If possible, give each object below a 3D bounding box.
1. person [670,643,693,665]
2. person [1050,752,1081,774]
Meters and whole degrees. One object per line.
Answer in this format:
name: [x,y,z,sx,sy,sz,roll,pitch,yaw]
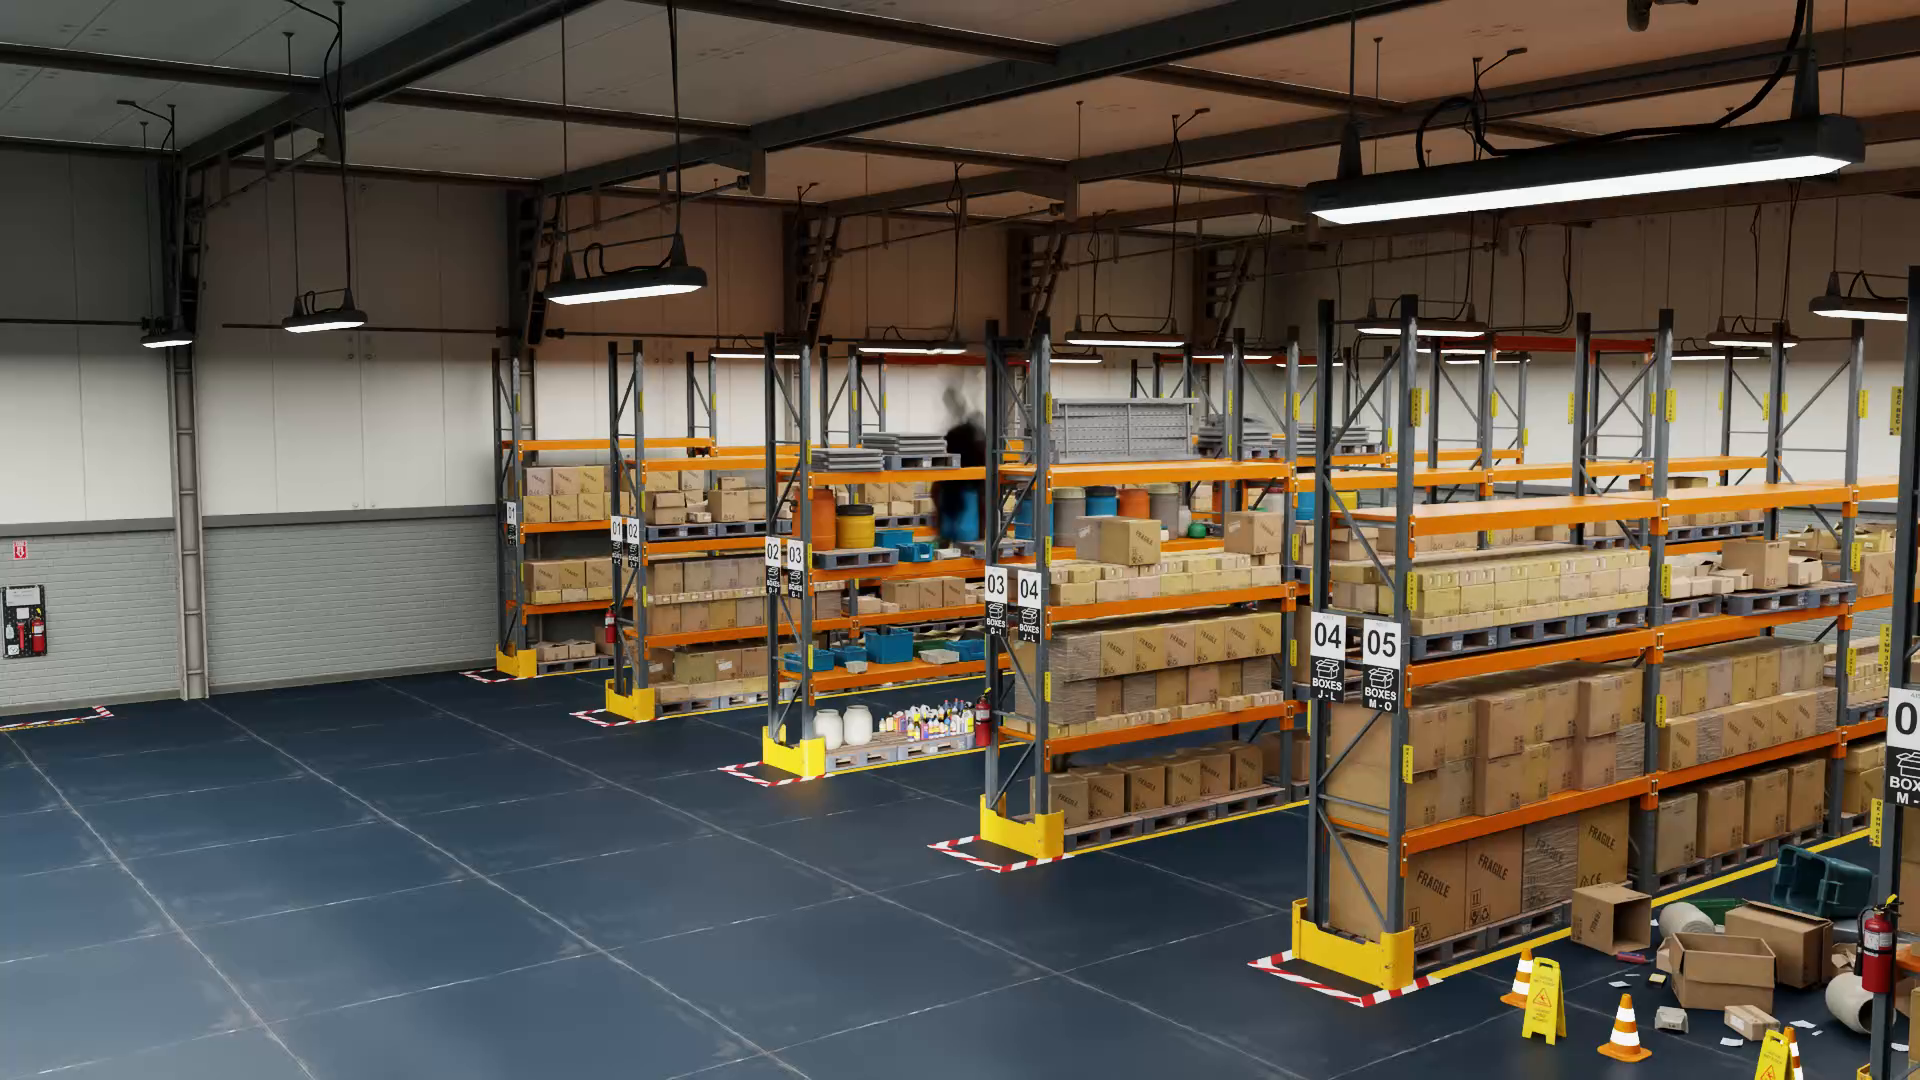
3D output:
person: [-4.808,1.773,29.287,0.797,1.638,0.603,-4,6,-38]
person: [1.307,2.449,21.045,0.661,1.727,0.705,-5,7,-43]
